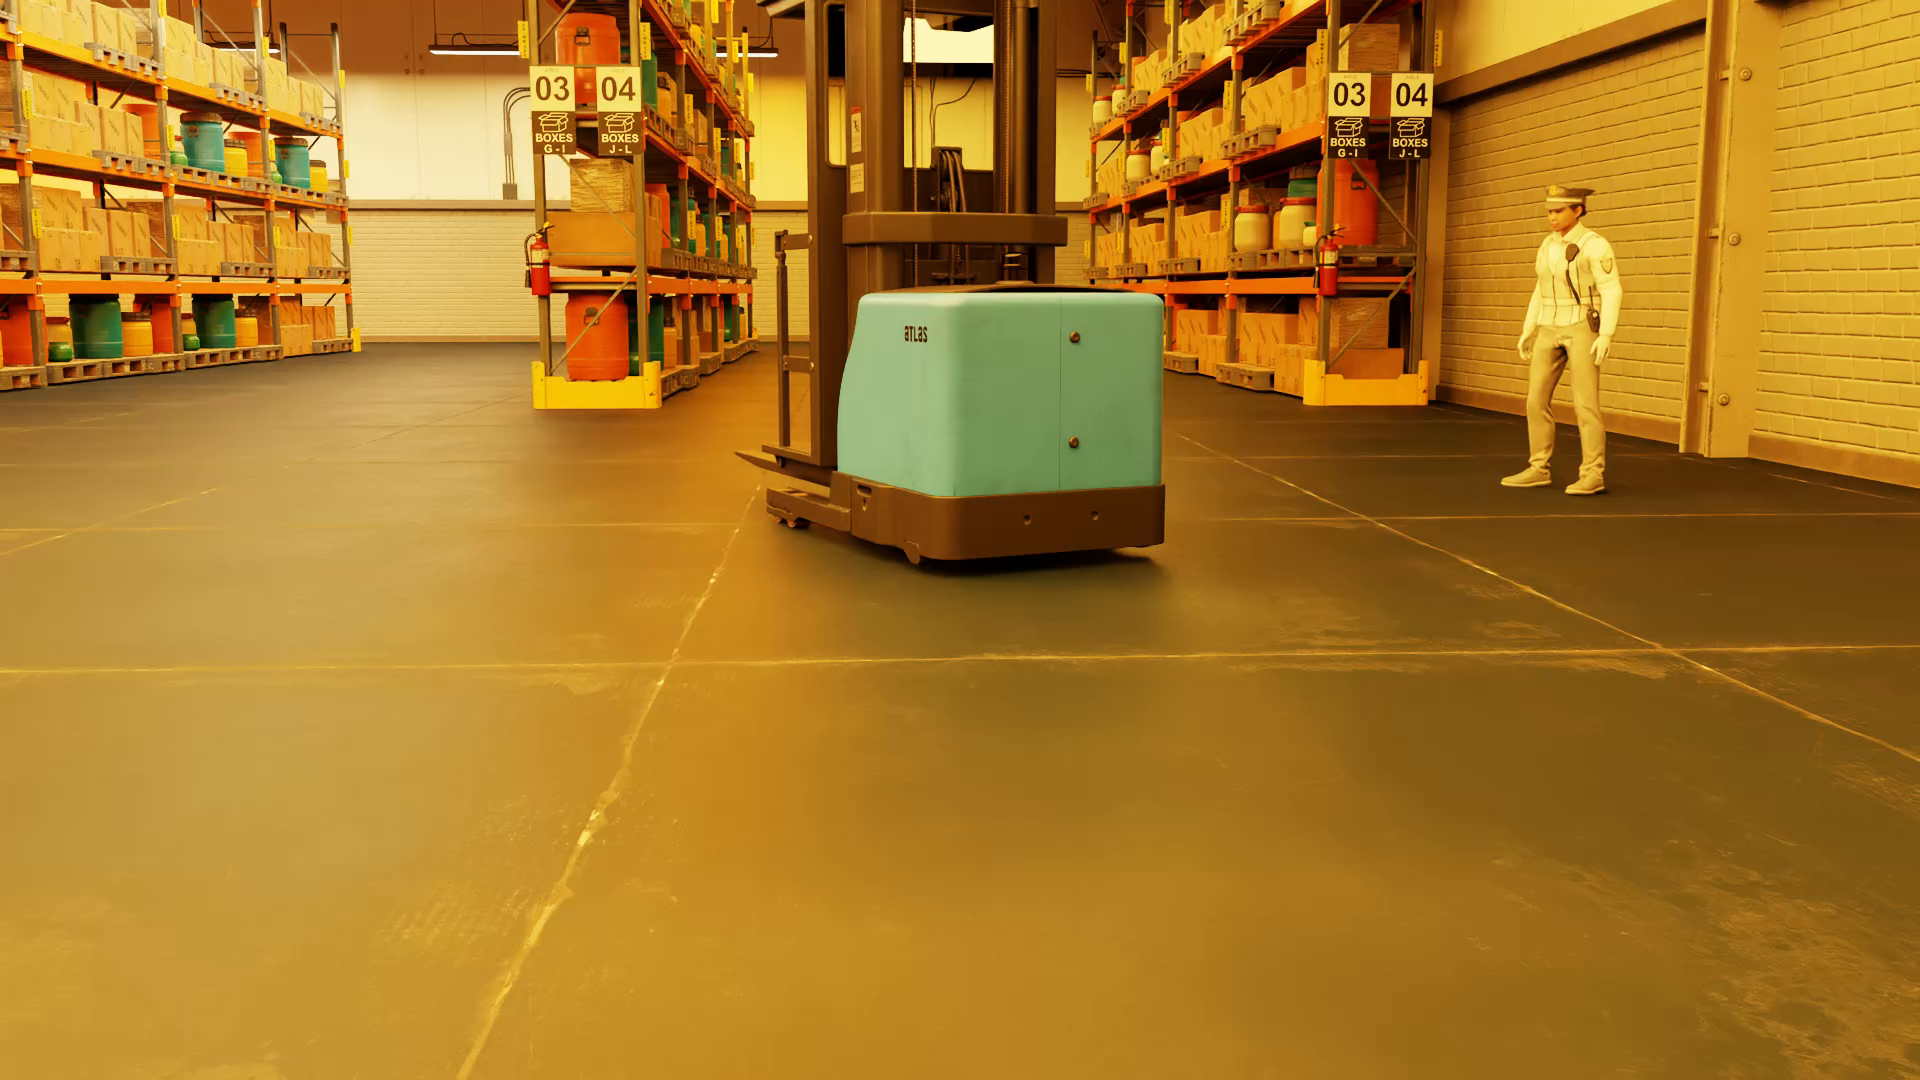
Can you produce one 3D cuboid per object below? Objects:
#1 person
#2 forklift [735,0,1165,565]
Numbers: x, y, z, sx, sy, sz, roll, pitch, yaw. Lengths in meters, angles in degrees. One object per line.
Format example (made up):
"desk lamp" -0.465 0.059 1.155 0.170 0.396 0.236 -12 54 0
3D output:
"person" 3.314 -1.105 9.105 0.396 1.667 0.610 -4 9 -27
"forklift" -0.264 -1.530 7.637 1.130 2.935 3.031 -4 9 -25
